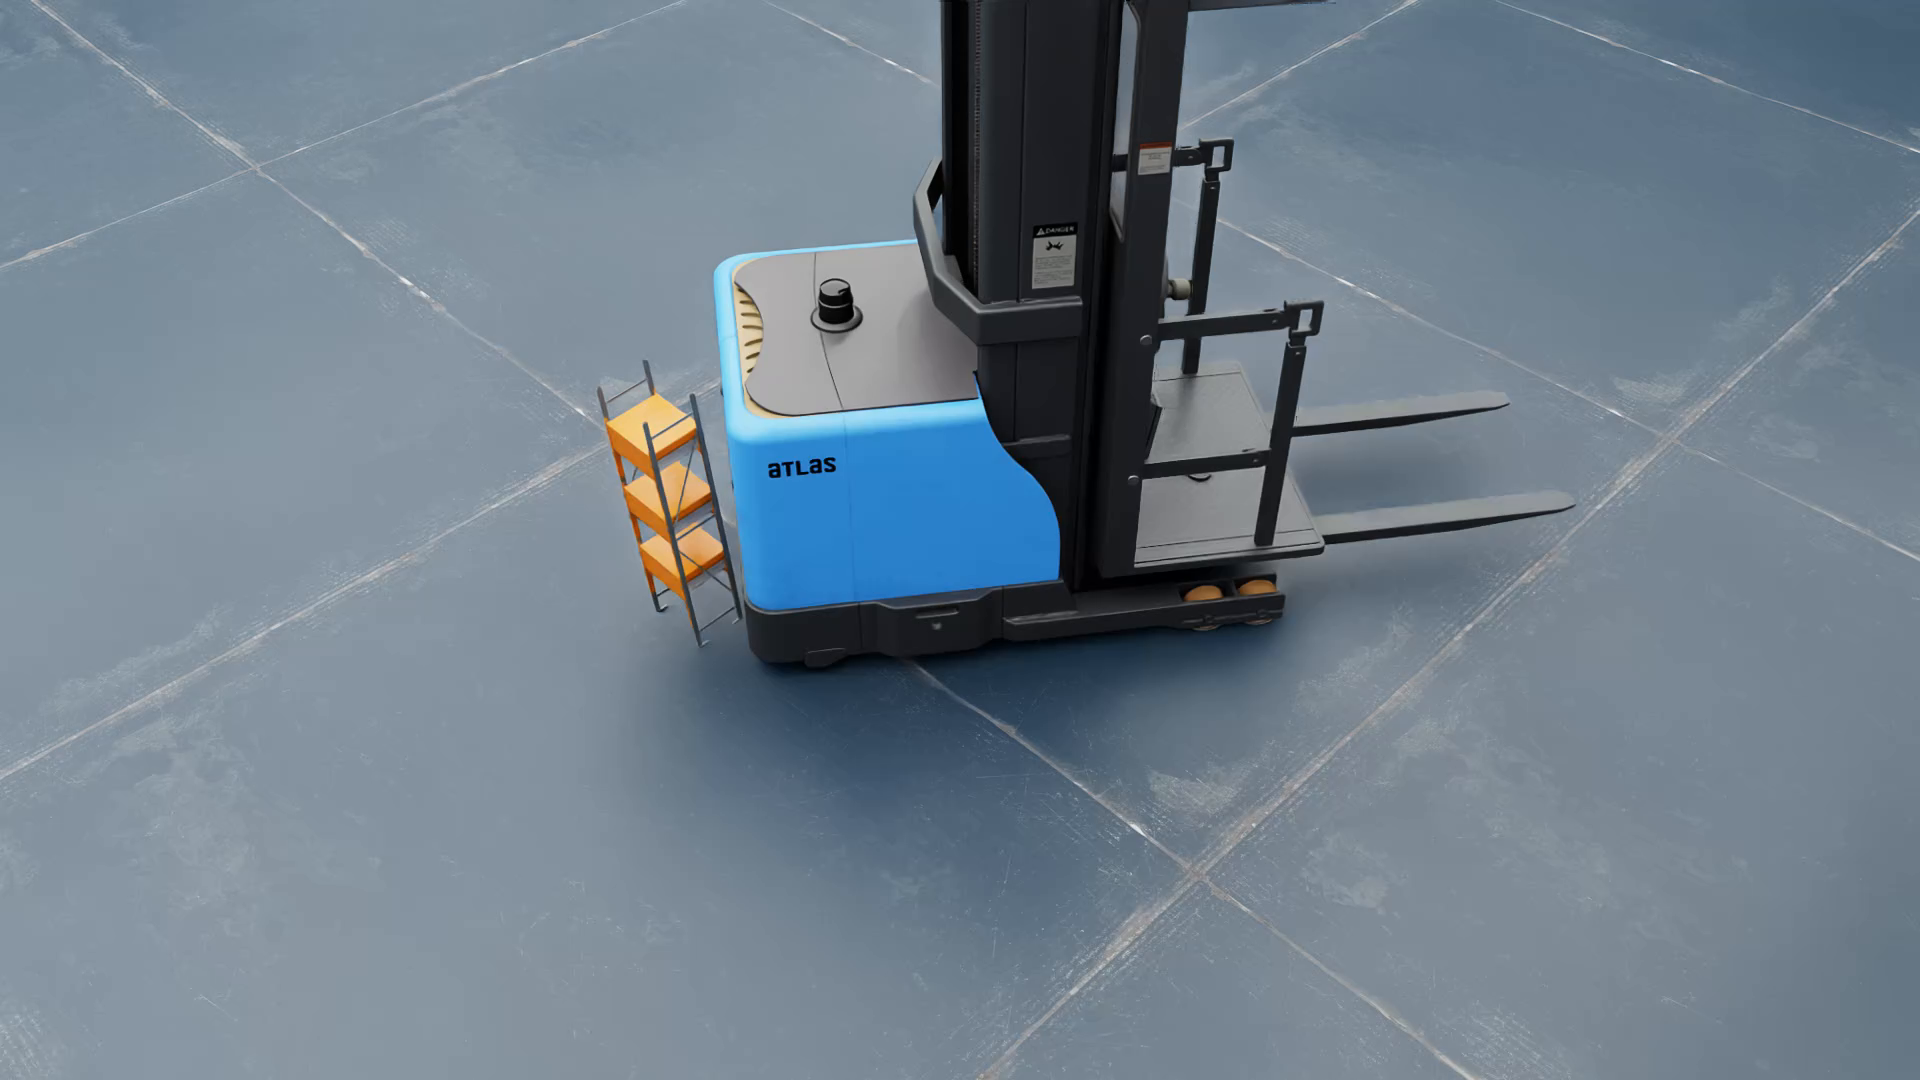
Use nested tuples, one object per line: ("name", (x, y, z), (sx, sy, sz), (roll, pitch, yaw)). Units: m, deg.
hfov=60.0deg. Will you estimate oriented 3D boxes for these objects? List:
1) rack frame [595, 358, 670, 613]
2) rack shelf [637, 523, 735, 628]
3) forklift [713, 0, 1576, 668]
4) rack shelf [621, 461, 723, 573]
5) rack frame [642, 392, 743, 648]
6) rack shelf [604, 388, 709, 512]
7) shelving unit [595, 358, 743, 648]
("rack frame", (-1.044, -0.159, 5.638), (0.200, 1.050, 0.008), (-36, 53, -28))
("rack shelf", (-0.944, 0.102, 5.779), (0.215, 0.259, 0.240), (-36, 53, -28))
("forklift", (0.702, -1.104, 5.285), (3.031, 2.935, 1.130), (-6, 43, -7))
("rack shelf", (-0.958, -0.092, 5.581), (0.215, 0.259, 0.240), (-36, 53, -28))
("rack frame", (-0.874, -0.040, 5.509), (0.200, 1.050, 0.008), (-36, 53, -28))
("rack shelf", (-0.973, -0.291, 5.379), (0.215, 0.259, 0.240), (-36, 53, -28))
("shelving unit", (-0.959, -0.100, 5.574), (0.215, 1.050, 0.252), (-36, 53, -28))
